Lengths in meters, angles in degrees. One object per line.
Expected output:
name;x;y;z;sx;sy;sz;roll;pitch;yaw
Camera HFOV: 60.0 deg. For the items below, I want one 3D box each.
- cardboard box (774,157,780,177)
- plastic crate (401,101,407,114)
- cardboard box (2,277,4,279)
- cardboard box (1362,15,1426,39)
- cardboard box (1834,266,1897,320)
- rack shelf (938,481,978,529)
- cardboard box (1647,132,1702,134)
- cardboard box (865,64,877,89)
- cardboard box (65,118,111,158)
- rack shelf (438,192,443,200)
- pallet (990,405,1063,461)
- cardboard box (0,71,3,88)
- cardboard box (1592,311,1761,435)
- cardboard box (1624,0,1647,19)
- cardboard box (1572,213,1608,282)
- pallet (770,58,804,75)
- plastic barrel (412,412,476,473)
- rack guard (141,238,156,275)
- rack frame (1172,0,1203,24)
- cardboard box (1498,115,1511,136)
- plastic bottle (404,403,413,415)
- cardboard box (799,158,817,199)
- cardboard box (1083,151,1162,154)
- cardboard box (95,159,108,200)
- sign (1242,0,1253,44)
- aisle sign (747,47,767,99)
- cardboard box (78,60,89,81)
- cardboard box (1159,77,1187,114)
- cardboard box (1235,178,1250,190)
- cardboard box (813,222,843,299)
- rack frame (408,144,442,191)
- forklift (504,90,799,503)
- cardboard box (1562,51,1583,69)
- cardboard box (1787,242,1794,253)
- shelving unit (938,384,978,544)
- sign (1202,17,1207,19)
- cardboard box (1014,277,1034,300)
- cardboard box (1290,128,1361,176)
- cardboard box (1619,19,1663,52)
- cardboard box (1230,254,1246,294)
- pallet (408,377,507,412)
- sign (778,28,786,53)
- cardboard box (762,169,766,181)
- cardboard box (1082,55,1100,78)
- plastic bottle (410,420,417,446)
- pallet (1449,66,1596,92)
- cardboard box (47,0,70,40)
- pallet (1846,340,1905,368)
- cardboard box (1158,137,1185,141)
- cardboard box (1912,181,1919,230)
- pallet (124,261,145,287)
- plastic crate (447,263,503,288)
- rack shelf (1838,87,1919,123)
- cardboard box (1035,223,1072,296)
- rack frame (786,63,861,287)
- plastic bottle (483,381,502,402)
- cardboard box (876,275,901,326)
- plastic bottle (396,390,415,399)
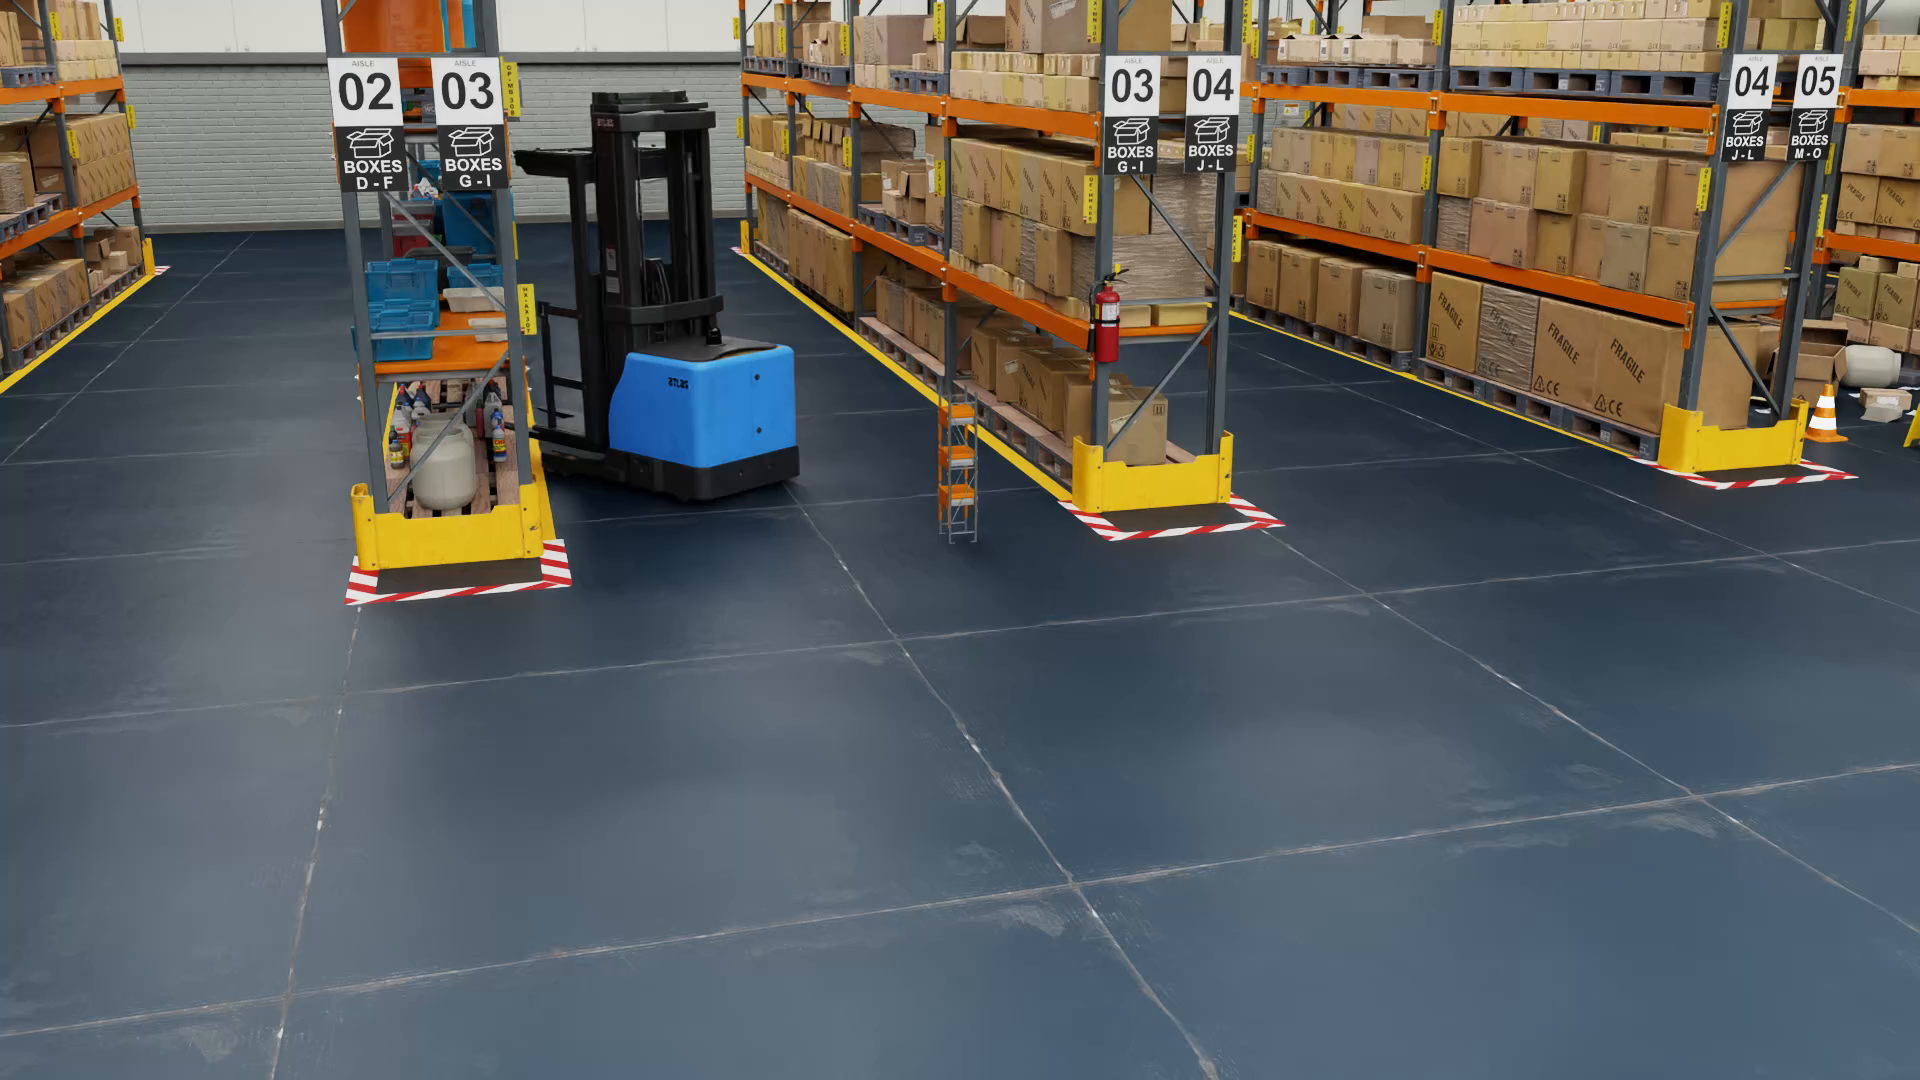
cardboard box;-2.369;-5.335;23.741;0.500;0.250;0.500;-4;17;-14
plastic crate;-4.129;-3.241;11.843;0.392;0.384;0.575;-5;17;-15
cardboard box;-11.052;-2.673;18.716;0.500;0.500;0.500;-5;18;-17
cardboard box;4.792;-5.552;18.430;0.500;0.500;0.500;-5;17;-15
cardboard box;9.779;-2.649;17.803;0.500;0.500;0.500;-4;17;-13
rack shelf;-0.015;-0.241;11.433;0.215;0.259;0.240;-5;17;-15
cardboard box;9.169;-4.984;21.411;0.500;0.500;0.500;-5;17;-17
cardboard box;-0.726;-4.986;17.883;0.500;0.250;0.500;-4;17;-14
cardboard box;-11.661;-5.345;22.119;0.500;0.500;0.500;-4;17;-14
rack shelf;-7.162;-4.837;23.591;1.077;0.370;4.000;-5;17;-15
pallet;0.905;-0.950;14.249;1.003;0.211;1.213;-5;17;-15
cardboard box;-10.713;-5.019;17.557;0.910;0.500;0.500;-5;17;-15
cardboard box;5.994;-1.430;13.964;0.875;0.875;0.875;-5;17;-15
cardboard box;5.615;-4.290;13.452;0.380;0.149;0.250;-4;17;-14
cardboard box;5.893;-2.551;14.469;0.875;0.550;0.550;-5;17;-15
pallet;-2.065;-6.641;23.286;1.003;0.211;1.213;-5;17;-15
plastic barrel;-3.707;-0.633;11.940;0.421;0.512;0.421;0;17;0
rack guard;-12.455;-4.126;24.318;1.175;0.500;0.348;-5;17;-15
rack frame;2.946;-8.257;23.298;1.000;3.000;0.127;-5;17;-15
cardboard box;7.972;-5.766;23.520;0.500;0.500;0.500;-5;17;-16
plastic bottle;-4.463;-0.973;13.456;0.097;0.271;0.097;0;17;0
cardboard box;-1.825;-4.782;21.983;0.500;0.500;0.500;-5;17;-15
cardboard box;1.289;-2.820;13.198;0.500;0.500;0.500;-5;17;-15
cardboard box;-11.534;-4.728;21.804;0.500;0.500;0.500;-5;17;-16
sign;1.969;-3.599;11.485;0.100;0.325;0.005;-5;17;-15
aisle sign;-3.258;-7.367;26.246;0.394;0.787;0.004;-5;17;-15
cardboard box;-11.542;-6.033;21.370;0.500;0.250;0.500;-5;17;-15
cardboard box;1.563;-3.219;12.001;0.500;0.250;0.500;-4;17;-14
cardboard box;3.468;-4.458;20.787;0.380;0.149;0.250;-4;17;-14
cardboard box;-1.158;-3.537;20.975;1.225;0.875;0.875;-5;17;-15
rack frame;-6.613;-4.628;21.645;1.000;3.000;0.127;-5;17;-15
forklift;-2.704;-2.007;13.039;3.031;2.935;1.130;13;21;38
cardboard box;5.408;-4.117;14.263;0.380;0.149;0.250;-4;17;-15
cardboard box;12.791;-4.620;25.234;0.500;0.500;0.500;-5;18;-17
shelving unit;-0.015;-0.518;11.350;0.215;1.050;0.252;-5;17;-15
sign;3.479;-7.302;23.748;0.100;0.325;0.005;-5;17;-15
cardboard box;0.657;-2.049;13.497;0.380;0.149;0.250;-5;17;-15
cardboard box;4.300;-4.539;19.438;0.700;0.500;0.500;-5;17;-16
cardboard box;5.704;-4.073;13.422;0.500;0.250;0.500;-5;17;-15
cardboard box;3.613;-3.443;21.314;0.500;0.500;0.500;-5;17;-16
pallet;-4.667;-1.294;15.393;1.003;0.211;1.213;-5;17;-15
sign;-2.384;-6.698;22.284;0.100;0.325;0.005;-5;17;-15
cardboard box;-2.746;-5.456;24.839;0.380;0.149;0.250;-5;17;-17
cardboard box;1.071;-3.308;11.605;0.380;0.149;0.250;-5;17;-15
plastic bottle;-4.182;-0.772;12.766;0.061;0.283;0.133;-5;17;-15
pallet;5.360;-4.338;15.620;1.003;0.211;1.213;-5;17;-15
cardboard box;-11.548;-6.482;20.691;0.700;0.500;0.500;-5;17;-15
pallet;10.095;-2.072;17.983;1.003;0.211;1.213;-5;17;-15
cardboard box;3.052;-5.731;24.627;0.500;0.500;0.500;-5;17;-16
cardboard box;10.015;-3.360;16.733;0.500;0.500;0.500;-5;17;-16
pallet;-12.235;-3.767;23.626;1.003;0.211;1.213;-5;17;-15
plastic crate;-3.849;-2.059;13.352;0.499;0.251;0.616;-5;17;-15
rack shelf;10.426;-4.129;16.021;1.077;0.370;4.000;-5;17;-15
cardboard box;1.070;-2.174;12.784;0.875;0.500;0.500;-5;17;-15
rack frame;-1.851;-5.020;22.949;1.000;3.000;0.127;-5;17;-15
plastic bottle;-3.907;-1.149;13.903;0.144;0.351;0.185;-6;18;-18
cardboard box;-0.548;-2.743;18.950;0.700;0.500;0.500;-6;18;-18
plastic bottle;-4.633;-1.111;13.908;0.152;0.276;0.135;-4;17;-13
